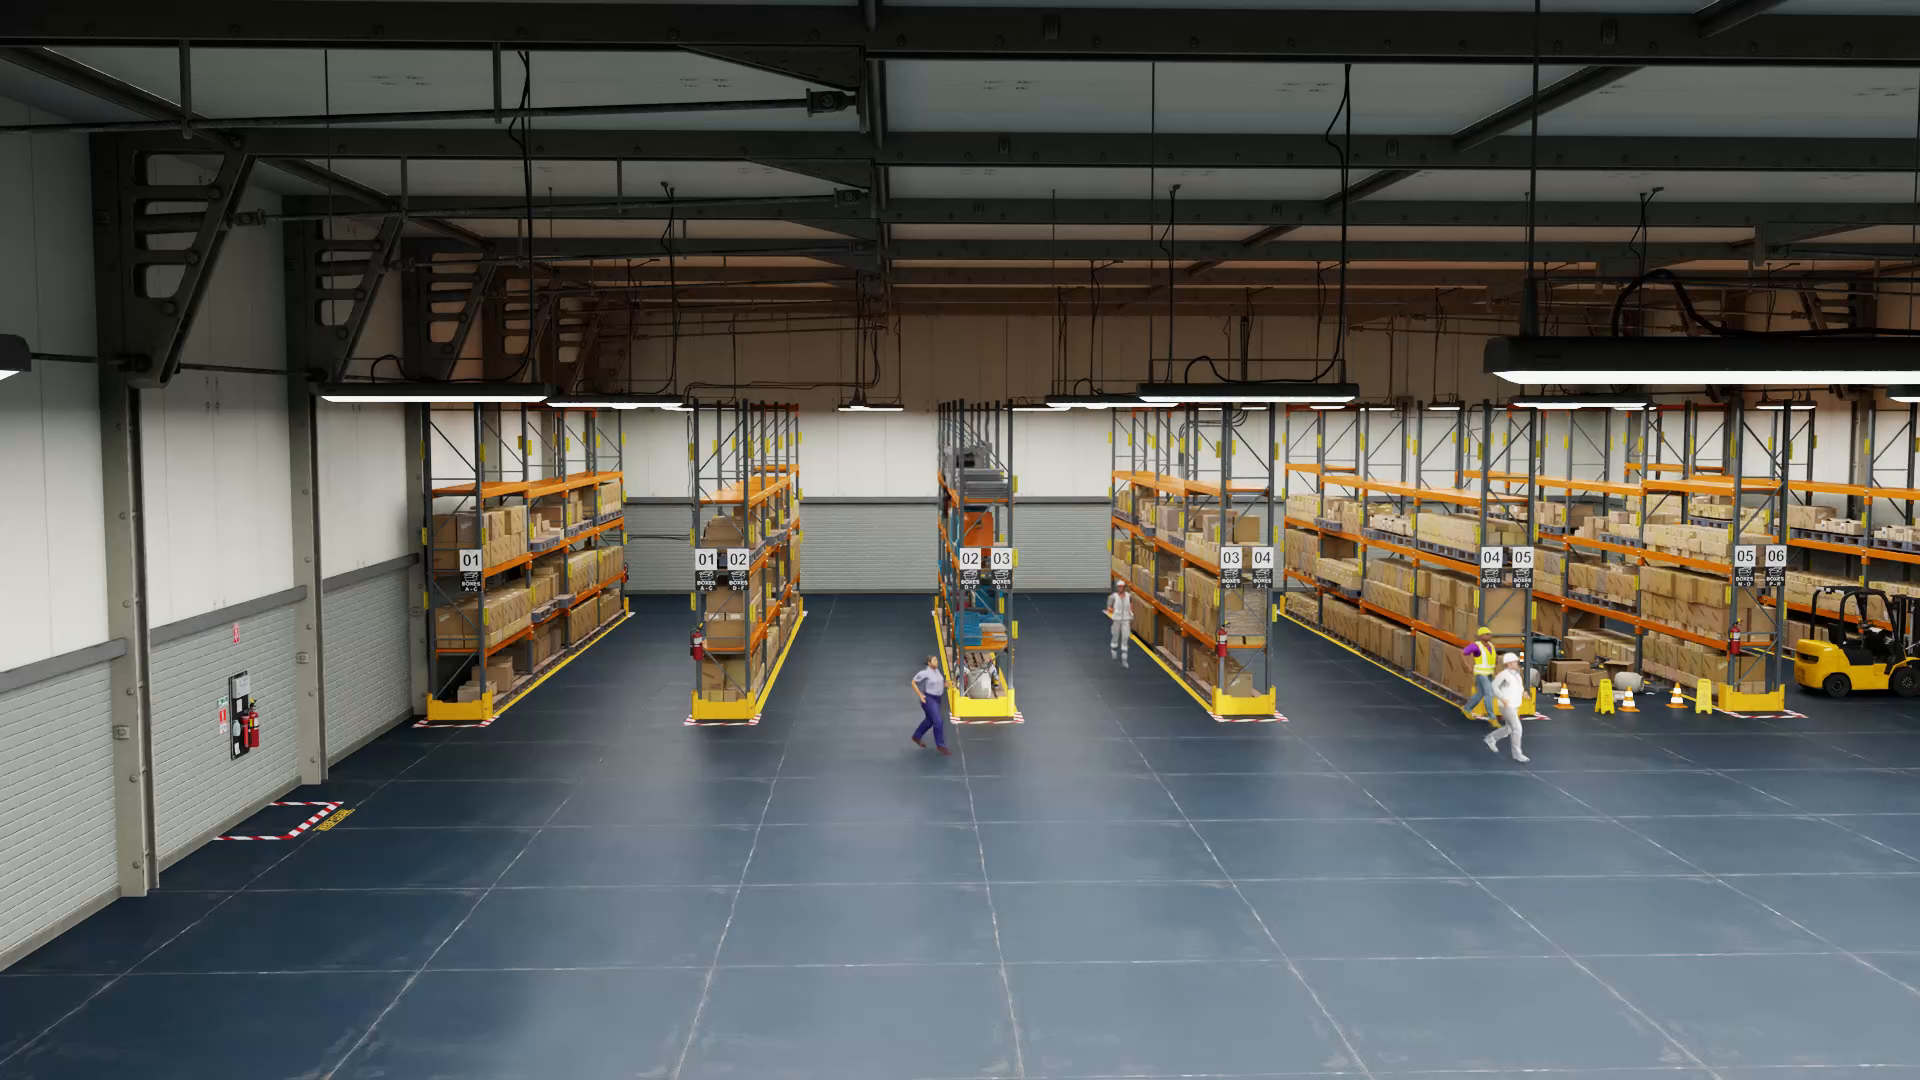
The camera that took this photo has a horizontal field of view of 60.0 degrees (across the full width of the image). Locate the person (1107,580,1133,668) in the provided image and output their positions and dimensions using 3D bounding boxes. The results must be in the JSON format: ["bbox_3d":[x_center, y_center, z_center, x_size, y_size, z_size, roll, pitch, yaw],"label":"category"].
[{"bbox_3d":[3.502,1.812,36.255,0.602,1.889,0.788,0,4,-4],"label":"person"}]

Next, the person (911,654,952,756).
[{"bbox_3d":[-0.470,2.761,28.051,0.844,1.680,0.594,2,5,26],"label":"person"}]

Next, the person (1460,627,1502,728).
[{"bbox_3d":[9.681,2.507,30.652,0.769,1.790,0.888,-4,6,-42],"label":"person"}]

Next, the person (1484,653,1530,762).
[{"bbox_3d":[9.083,2.750,27.596,0.824,1.777,0.669,4,6,40],"label":"person"}]
